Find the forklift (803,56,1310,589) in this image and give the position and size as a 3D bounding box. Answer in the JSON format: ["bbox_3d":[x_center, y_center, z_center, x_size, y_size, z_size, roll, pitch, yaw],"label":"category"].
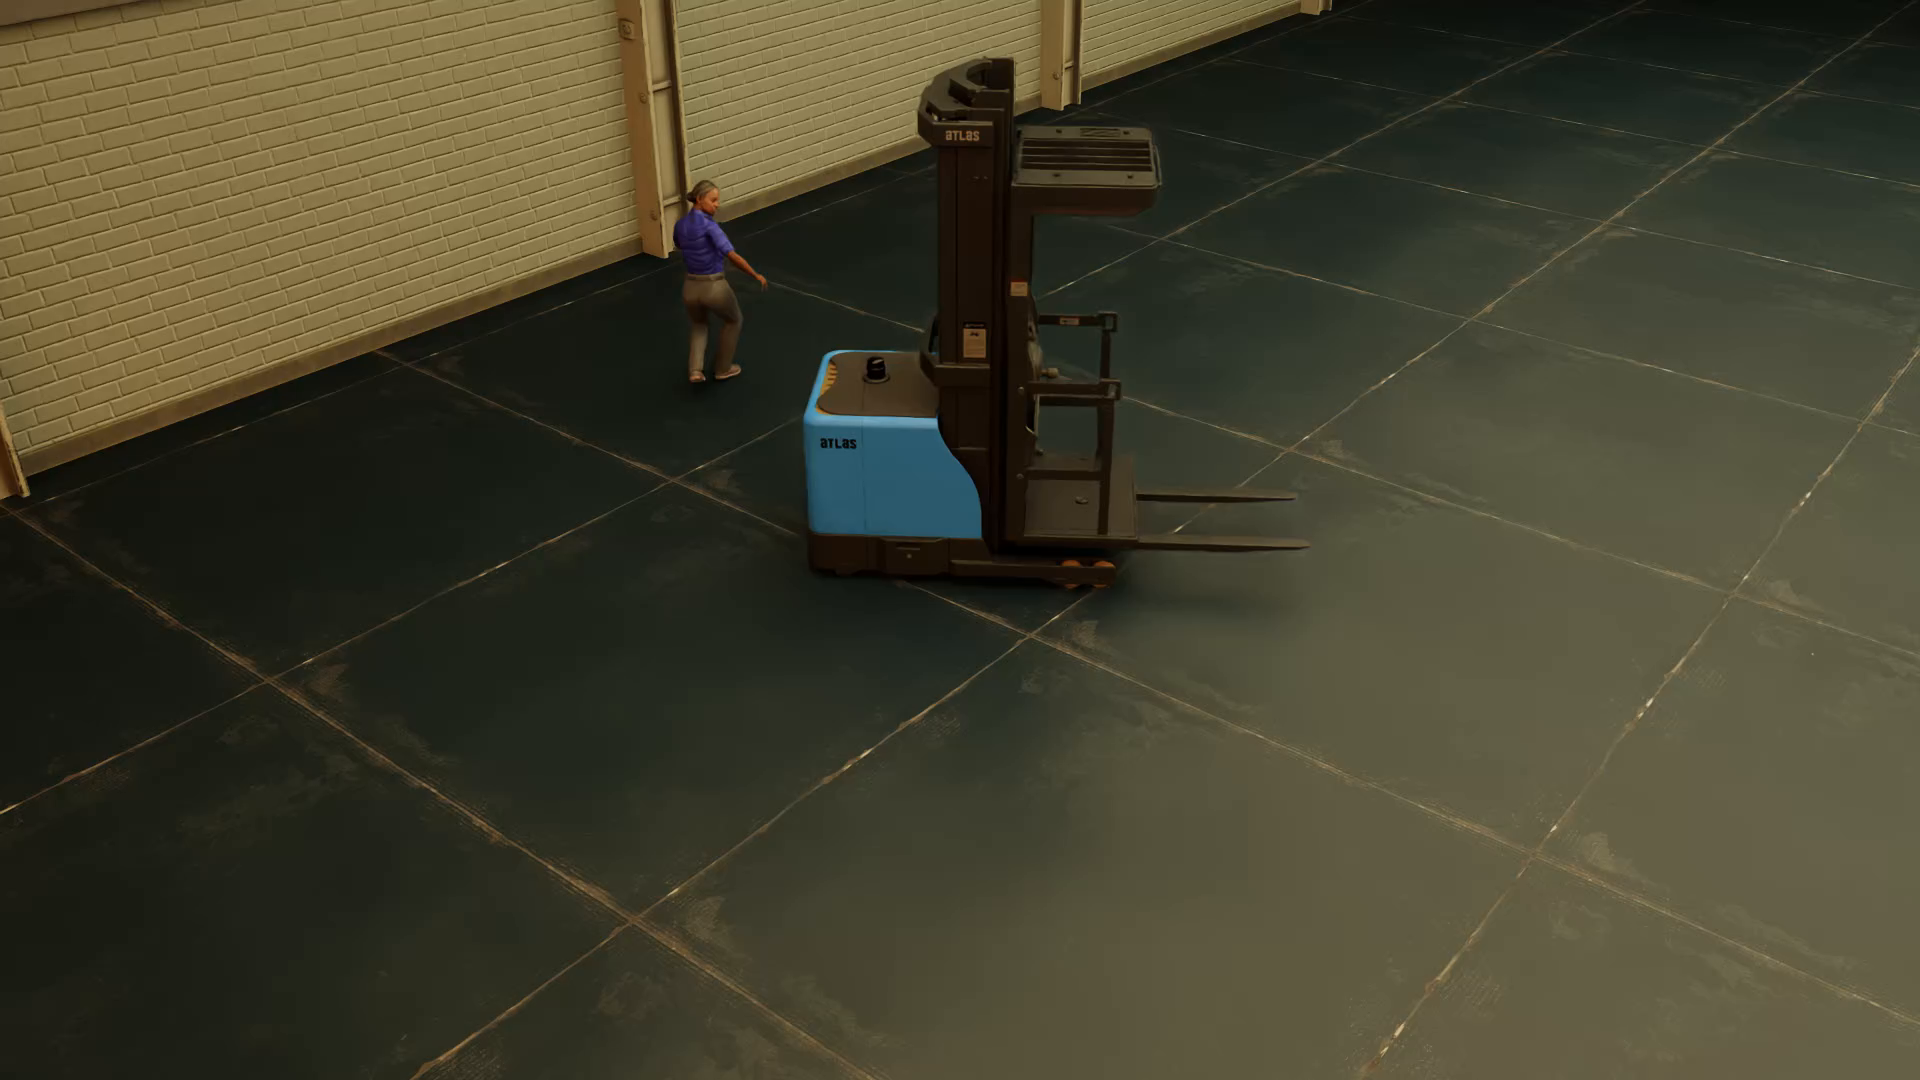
[{"bbox_3d":[0.610,-1.248,9.730,3.031,2.935,1.130,2,30,3],"label":"forklift"}]

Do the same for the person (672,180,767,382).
[{"bbox_3d":[-1.762,-1.890,12.204,0.760,1.548,0.748,13,33,21],"label":"person"}]
